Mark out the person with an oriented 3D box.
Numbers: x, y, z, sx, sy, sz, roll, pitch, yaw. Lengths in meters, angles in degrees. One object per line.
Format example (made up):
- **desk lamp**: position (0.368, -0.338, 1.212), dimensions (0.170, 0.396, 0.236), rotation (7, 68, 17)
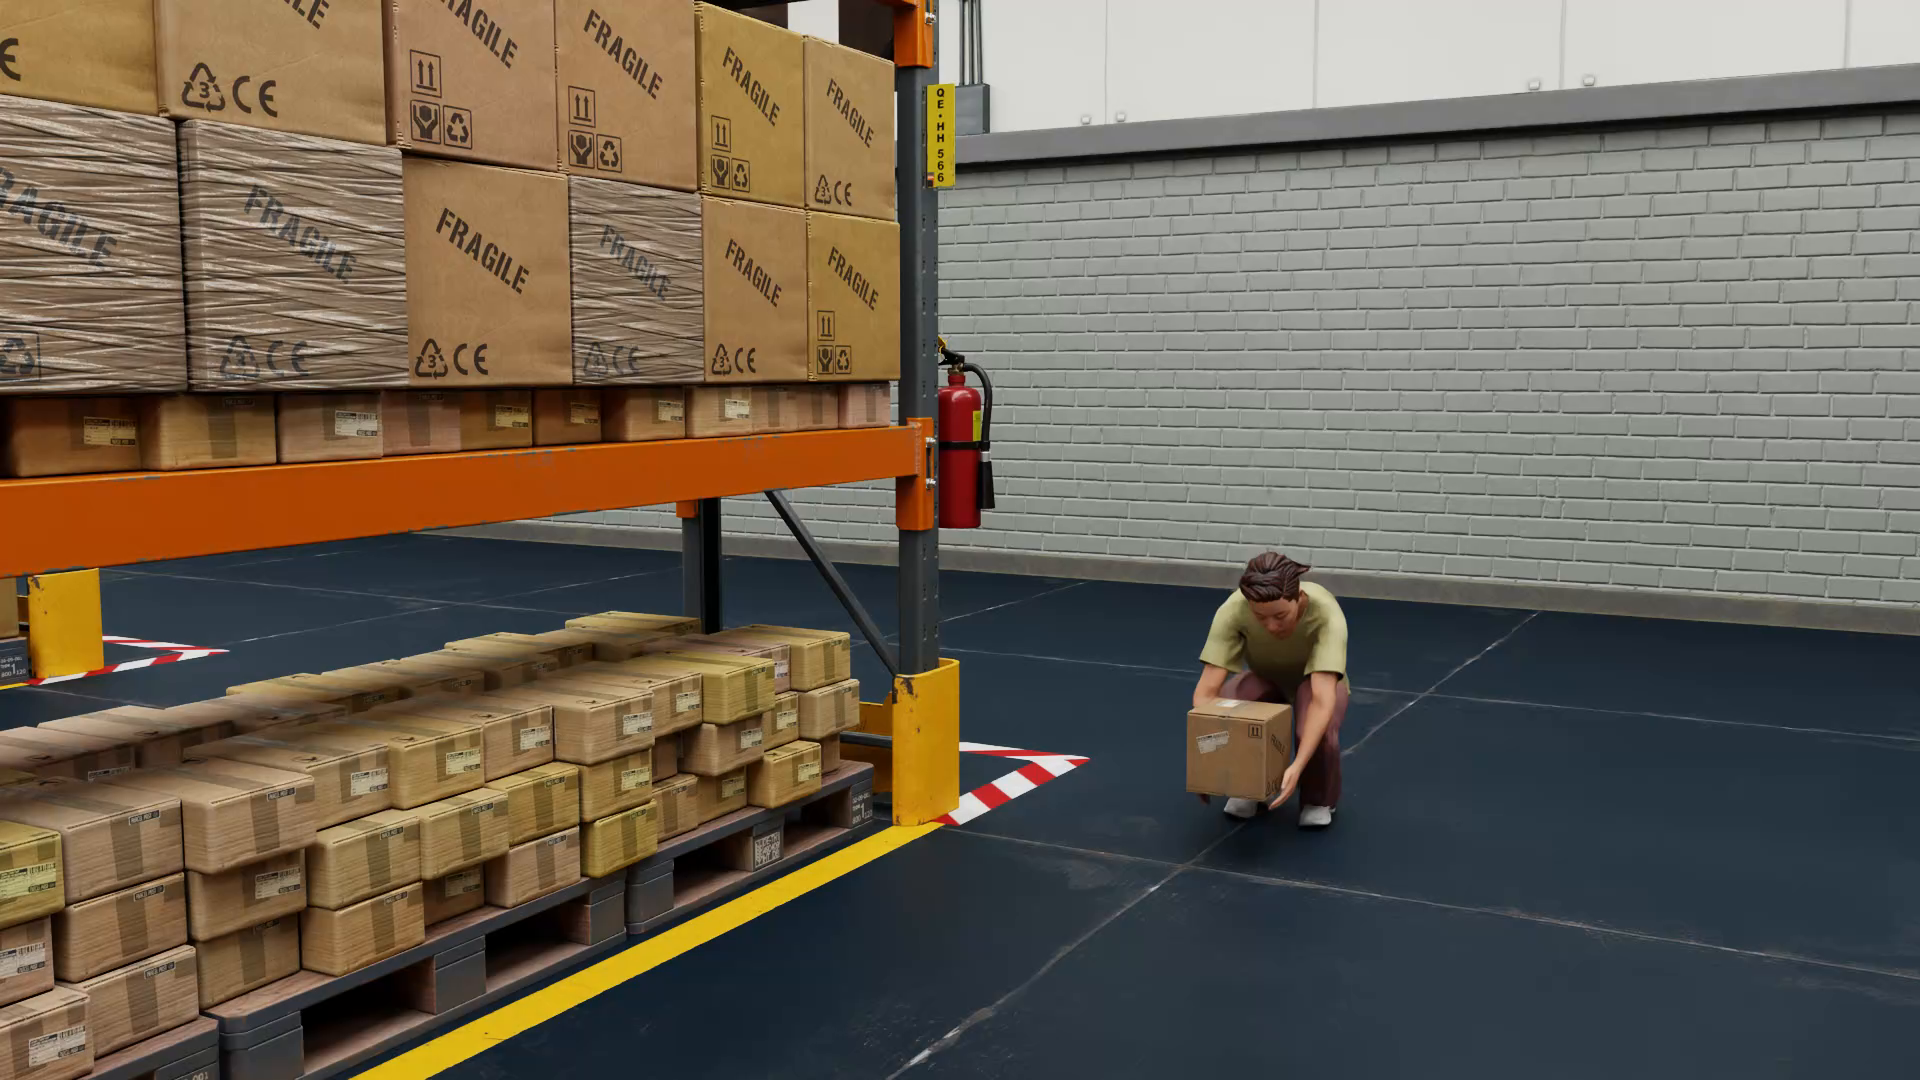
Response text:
- **person**: position (1.038, 0.475, 5.400), dimensions (0.494, 0.932, 0.804), rotation (3, 7, 29)
